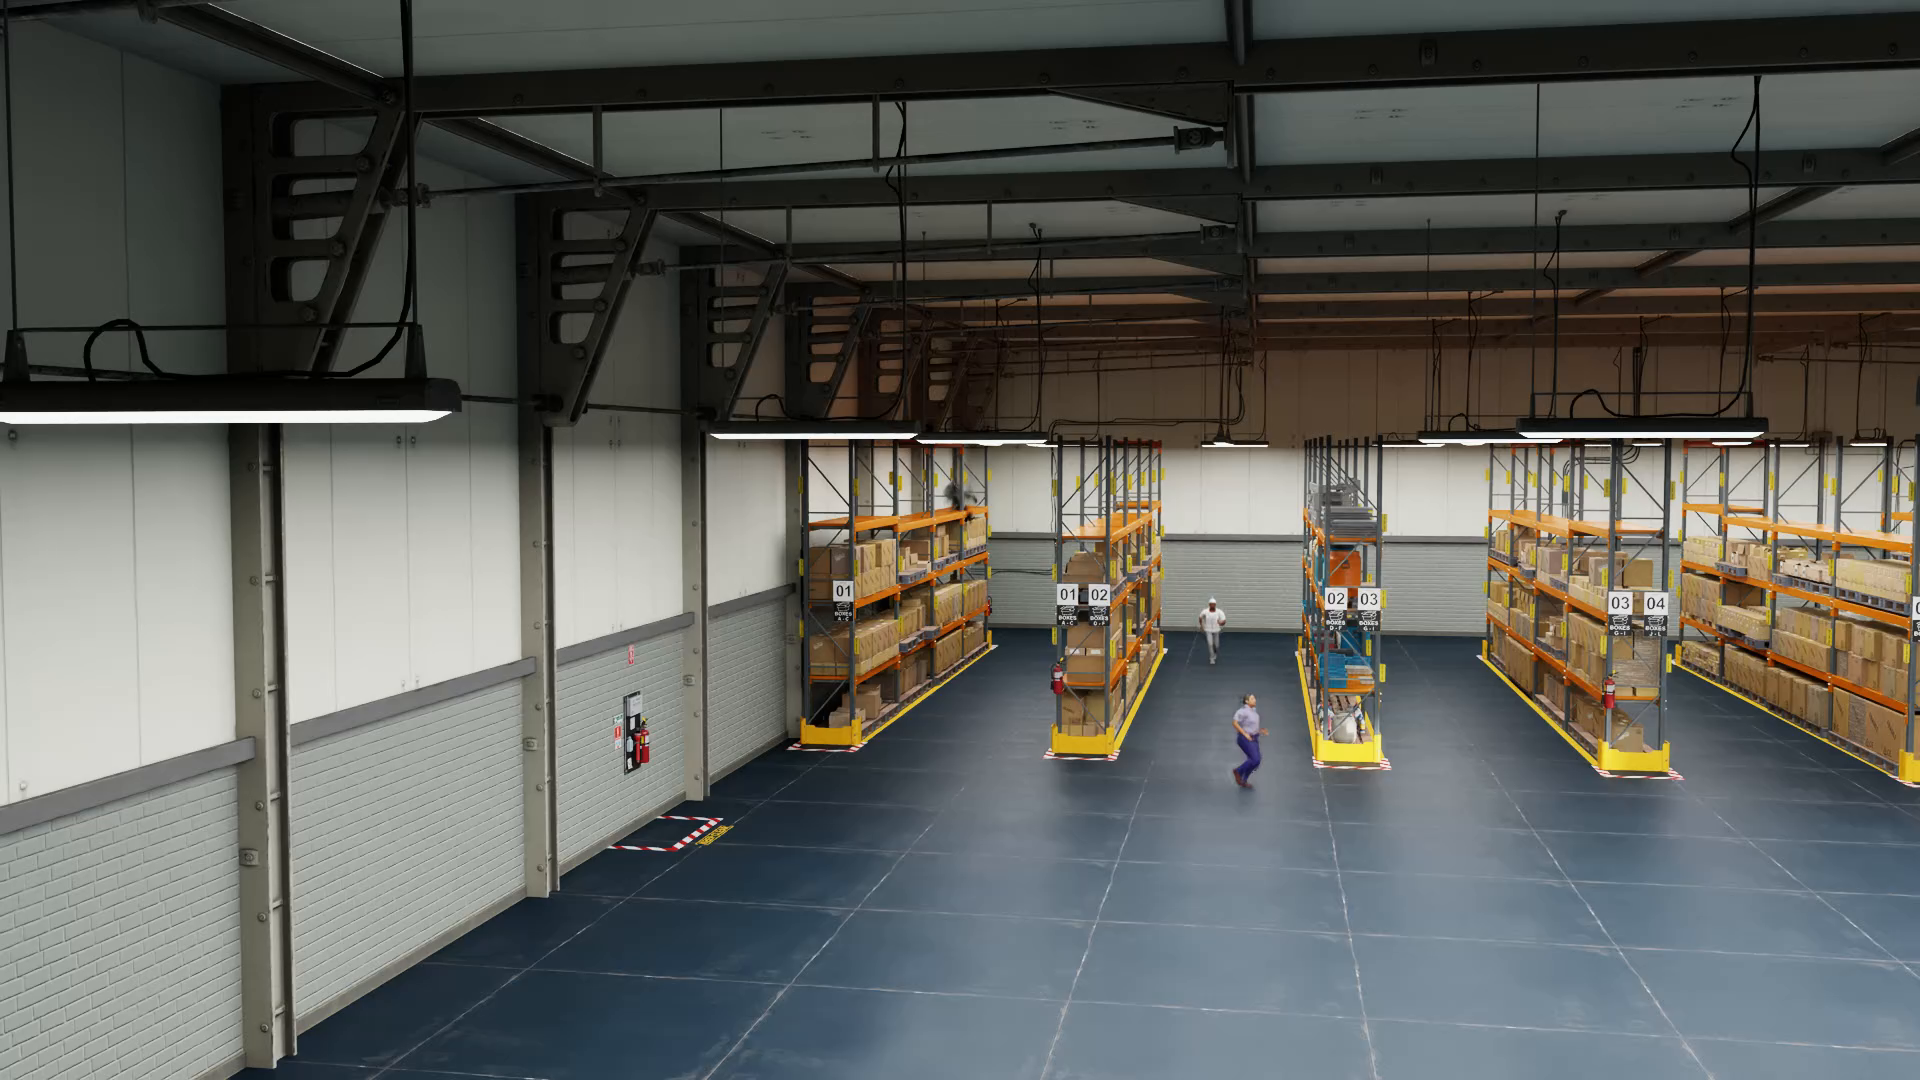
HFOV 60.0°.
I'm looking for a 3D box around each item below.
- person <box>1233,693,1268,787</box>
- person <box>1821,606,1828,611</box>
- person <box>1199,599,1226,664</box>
[{"bbox_3d":[4.927,3.401,28.161,0.531,1.583,0.582,2,4,31],"label":"person"},{"bbox_3d":[23.785,2.560,45.129,1.060,1.544,0.601,1,3,19],"label":"person"},{"bbox_3d":[6.760,2.439,44.536,0.705,1.742,0.831,0,3,6],"label":"person"}]
